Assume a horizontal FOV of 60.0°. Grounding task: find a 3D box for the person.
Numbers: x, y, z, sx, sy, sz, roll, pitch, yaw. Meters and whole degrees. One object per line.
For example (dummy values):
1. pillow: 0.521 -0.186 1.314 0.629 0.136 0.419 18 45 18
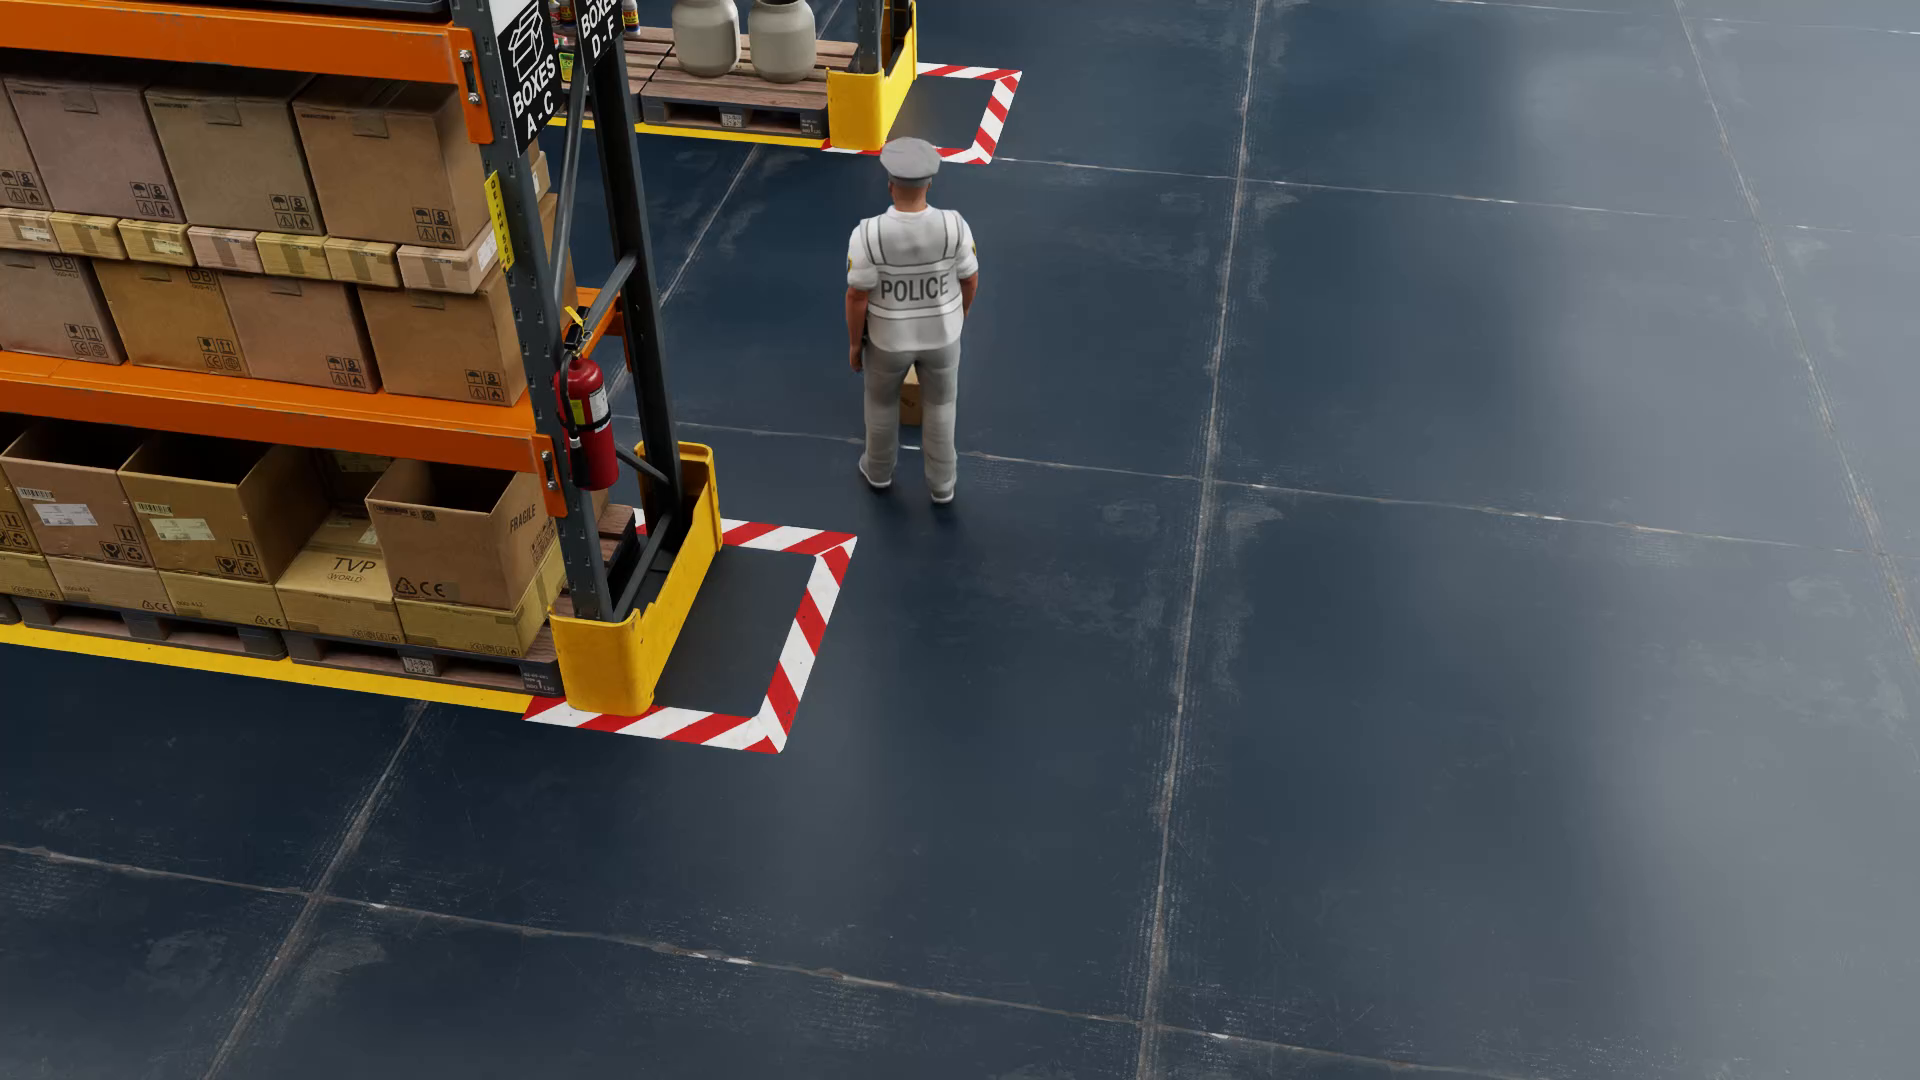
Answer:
1. person: -0.289 -1.046 7.347 0.565 1.772 0.430 0 40 0
